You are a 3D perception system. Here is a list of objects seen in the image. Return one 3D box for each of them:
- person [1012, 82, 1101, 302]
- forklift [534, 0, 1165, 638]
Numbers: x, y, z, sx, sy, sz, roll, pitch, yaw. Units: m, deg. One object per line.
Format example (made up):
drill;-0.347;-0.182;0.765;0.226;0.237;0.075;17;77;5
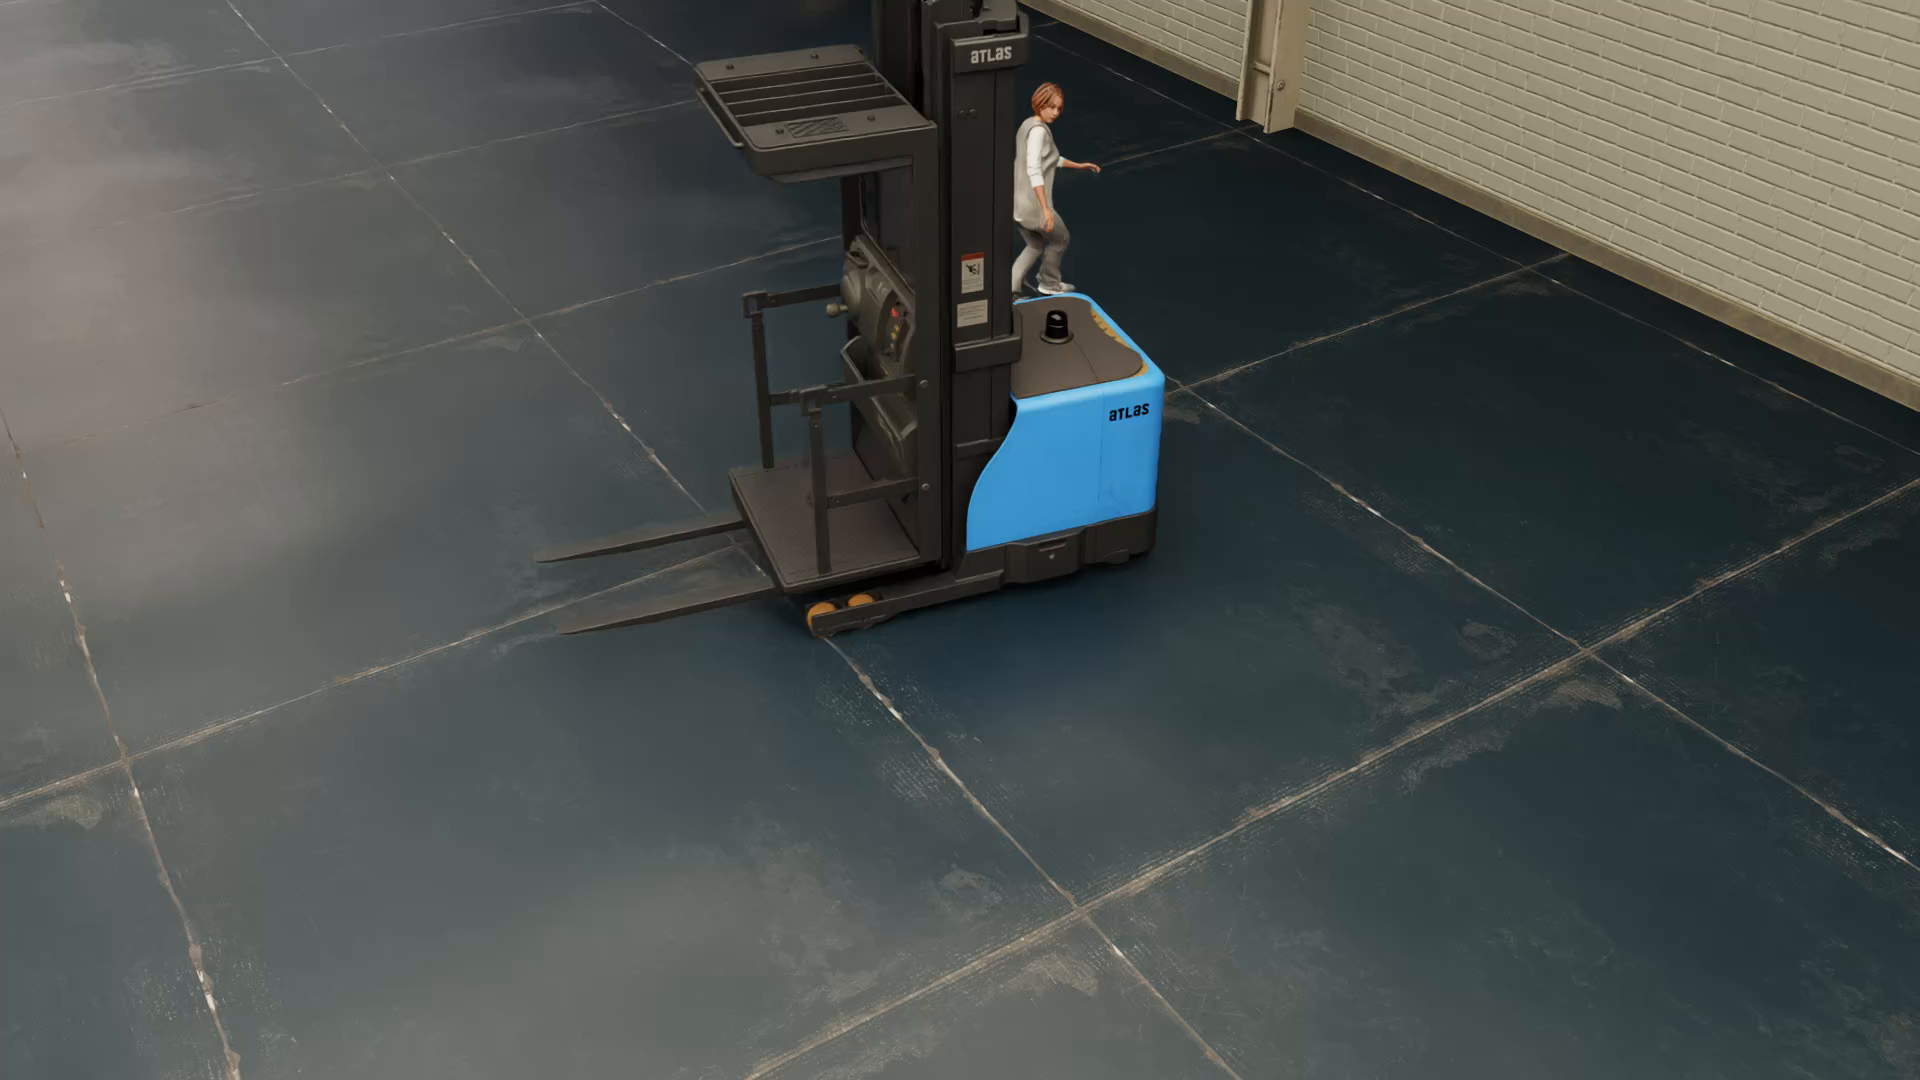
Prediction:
person;0.587;-2.097;10.431;0.755;1.478;0.676;-17;38;-22
forklift;-0.569;-1.073;7.674;3.031;2.935;1.130;-12;37;-17
